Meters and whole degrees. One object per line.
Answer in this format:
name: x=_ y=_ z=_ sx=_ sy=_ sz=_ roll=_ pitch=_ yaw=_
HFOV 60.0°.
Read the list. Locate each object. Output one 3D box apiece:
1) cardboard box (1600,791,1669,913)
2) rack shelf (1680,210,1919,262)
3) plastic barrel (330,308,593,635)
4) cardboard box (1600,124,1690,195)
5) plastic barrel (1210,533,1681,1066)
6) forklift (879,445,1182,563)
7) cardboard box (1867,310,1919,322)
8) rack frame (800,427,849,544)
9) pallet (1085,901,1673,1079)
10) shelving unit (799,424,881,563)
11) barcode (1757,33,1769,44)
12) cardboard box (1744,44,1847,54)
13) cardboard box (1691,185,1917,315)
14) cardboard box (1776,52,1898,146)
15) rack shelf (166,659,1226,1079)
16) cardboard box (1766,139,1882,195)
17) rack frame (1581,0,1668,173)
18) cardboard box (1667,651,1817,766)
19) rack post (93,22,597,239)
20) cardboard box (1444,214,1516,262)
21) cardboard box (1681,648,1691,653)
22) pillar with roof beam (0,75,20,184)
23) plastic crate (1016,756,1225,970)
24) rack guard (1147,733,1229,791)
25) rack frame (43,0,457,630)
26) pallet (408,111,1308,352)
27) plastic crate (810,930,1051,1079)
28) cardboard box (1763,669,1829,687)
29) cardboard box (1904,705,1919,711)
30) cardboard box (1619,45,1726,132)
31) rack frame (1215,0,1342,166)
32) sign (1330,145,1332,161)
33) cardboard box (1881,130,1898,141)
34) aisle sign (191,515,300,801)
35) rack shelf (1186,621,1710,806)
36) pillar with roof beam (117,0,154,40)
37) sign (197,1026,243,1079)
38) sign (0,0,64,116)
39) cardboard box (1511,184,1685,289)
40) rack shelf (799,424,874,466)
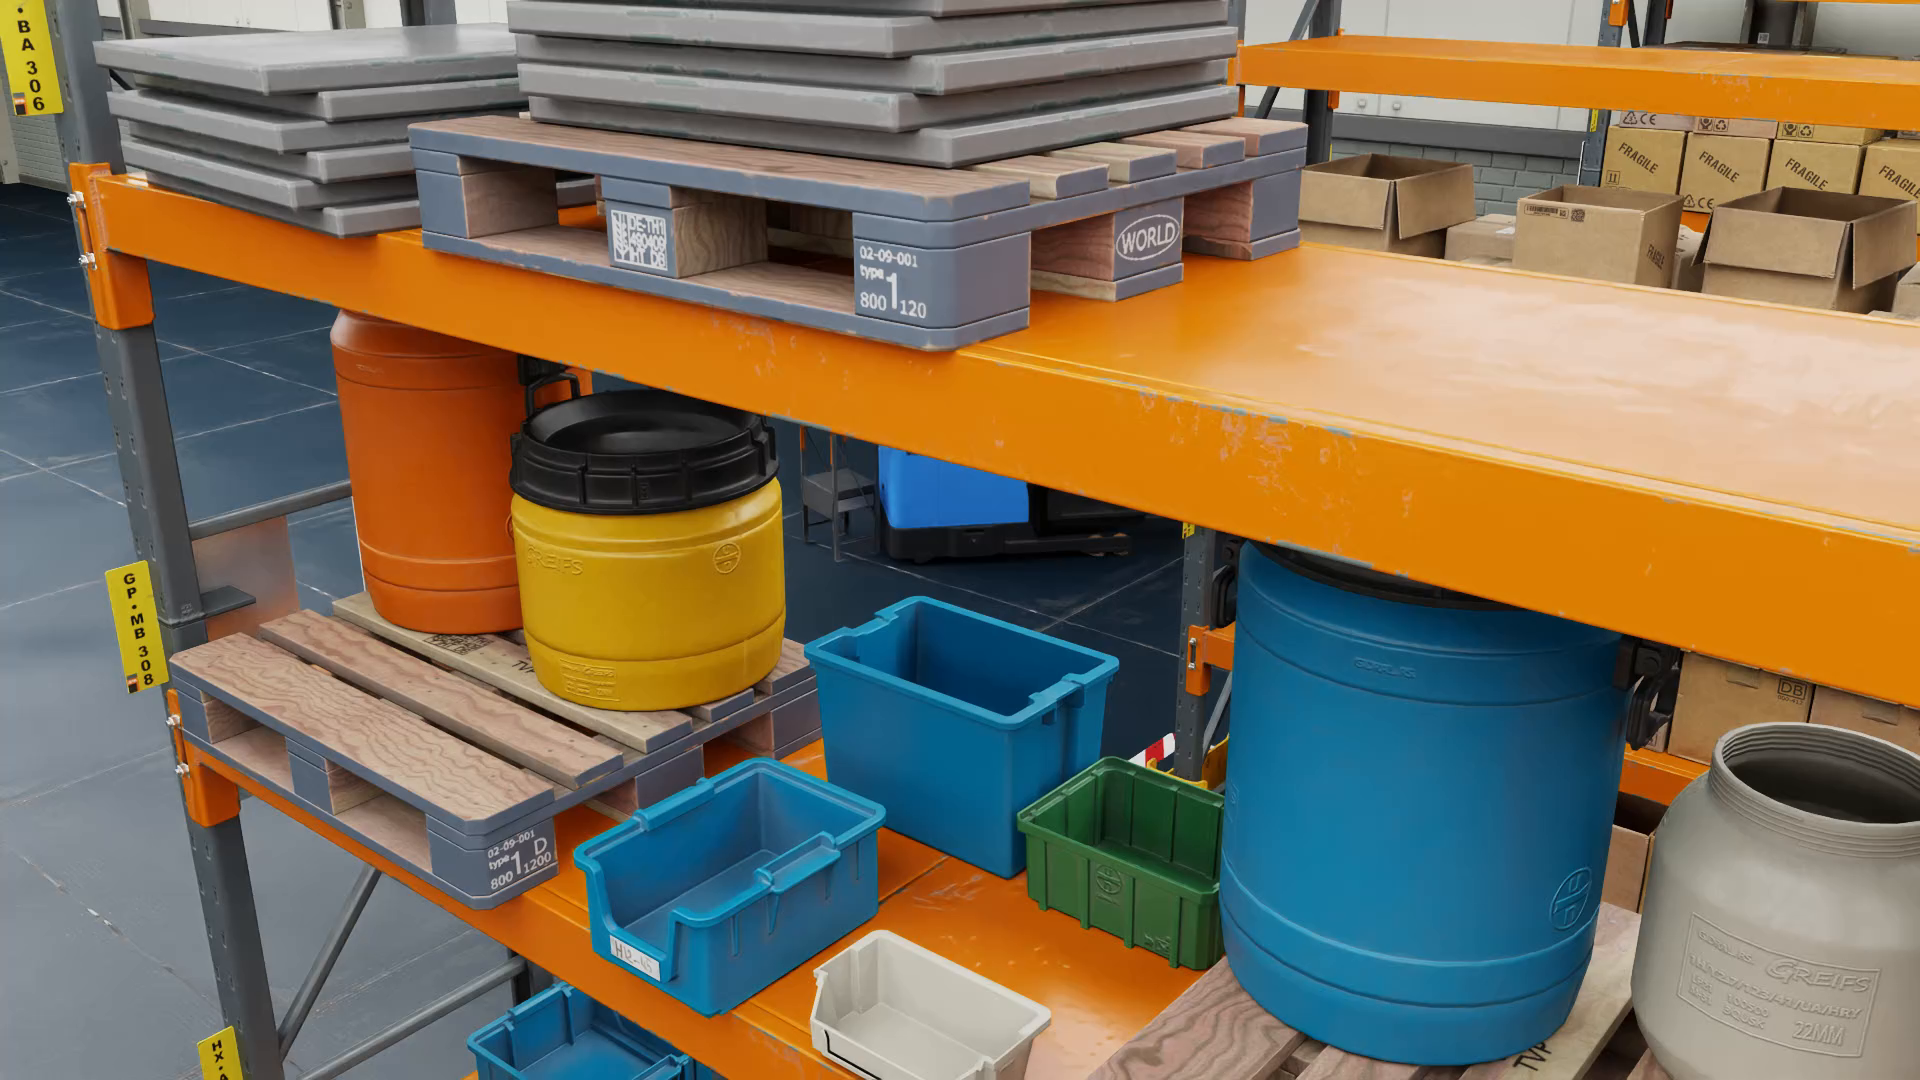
cardboard box: x=2.902 y=1.375 z=7.510 sx=0.500 sy=0.500 sz=0.500 roll=16 pitch=26 yaw=36
rack shelf: x=6.146 y=-1.856 z=10.606 sx=4.000 sy=0.370 sz=1.077 roll=16 pitch=26 yaw=36
plastic barrel: x=-1.211 y=-0.254 z=4.136 sx=0.708 sy=0.830 sz=0.600 roll=16 pitch=26 yaw=36
cardboard box: x=4.697 y=-2.552 z=11.262 sx=0.500 sy=0.500 sz=0.500 roll=17 pitch=26 yaw=38
plastic barrel: x=0.728 y=0.280 z=2.618 sx=0.708 sy=0.901 sz=0.600 roll=16 pitch=26 yaw=36
forklift: x=0.885 y=-1.423 z=12.787 sx=3.031 sy=2.935 sz=1.130 roll=-3 pitch=21 yaw=-9
cardboard box: x=3.459 y=-0.730 z=6.164 sx=0.250 sy=0.149 sz=0.380 roll=16 pitch=26 yaw=36
rack frame: x=-1.060 y=-0.991 z=12.820 sx=0.400 sy=2.100 sz=0.015 roll=-13 pitch=24 yaw=-32
pallet: x=0.810 y=0.916 z=2.504 sx=1.003 sy=0.211 sz=1.213 roll=16 pitch=26 yaw=36
shelving unit: x=-0.924 y=-0.920 z=12.631 sx=0.431 sy=2.100 sz=0.503 roll=-13 pitch=24 yaw=-32
barcode: x=5.463 y=-3.412 z=11.305 sx=0.075 sy=0.075 sz=0.001 roll=16 pitch=26 yaw=36
cardboard box: x=5.525 y=-3.019 z=11.085 sx=0.500 sy=0.500 sz=0.500 roll=18 pitch=27 yaw=40
cardboard box: x=3.370 y=-1.103 z=6.652 sx=0.797 sy=0.503 sz=0.637 roll=-19 pitch=28 yaw=-41
cardboard box: x=5.502 y=-2.773 z=10.433 sx=0.500 sy=0.500 sz=0.500 roll=17 pitch=26 yaw=38
rack shelf: x=-0.118 y=0.853 z=3.425 sx=4.000 sy=0.370 sz=1.077 roll=16 pitch=26 yaw=36
cardboard box: x=5.496 y=-2.307 z=10.614 sx=0.500 sy=0.500 sz=0.500 roll=18 pitch=27 yaw=39
rack frame: x=4.596 y=-4.042 z=11.133 sx=0.127 sy=3.000 sz=1.000 roll=16 pitch=26 yaw=36
cardboard box: x=3.419 y=0.639 z=7.080 sx=0.500 sy=0.500 sz=0.700 roll=17 pitch=26 yaw=37
rack post: x=-1.163 y=-0.896 z=3.500 sx=0.937 sy=0.300 sz=0.954 roll=-19 pitch=28 yaw=-41
cardboard box: x=2.526 y=-1.290 z=7.507 sx=0.500 sy=0.250 sz=0.500 roll=16 pitch=26 yaw=36
cardboard box: x=3.029 y=0.318 z=7.013 sx=0.250 sy=0.149 sz=0.380 roll=17 pitch=27 yaw=38
pillar with roof beam: x=-20.278 y=-9.639 z=25.974 sx=0.400 sy=9.000 sz=9.100 roll=16 pitch=26 yaw=36
plastic crate: x=0.381 y=0.635 z=3.283 sx=0.450 sy=0.188 sz=0.336 roll=16 pitch=26 yaw=36
rack guard: x=1.448 y=1.284 z=9.054 sx=0.348 sy=0.500 sz=1.175 roll=16 pitch=26 yaw=36
rack frame: x=-1.668 y=-1.334 z=3.952 sx=0.127 sy=3.000 sz=1.000 roll=16 pitch=26 yaw=36
pallet: x=-0.175 y=-0.614 z=2.878 sx=1.213 sy=0.211 sz=1.003 roll=16 pitch=26 yaw=36
plastic crate: x=-0.068 y=0.838 z=2.818 sx=0.396 sy=0.136 sz=0.243 roll=16 pitch=26 yaw=36
cardboard box: x=3.433 y=0.433 z=6.709 sx=0.250 sy=0.149 sz=0.380 roll=16 pitch=26 yaw=36
cardboard box: x=3.825 y=0.547 z=6.407 sx=0.250 sy=0.149 sz=0.380 roll=15 pitch=25 yaw=35
cardboard box: x=4.741 y=-3.010 z=11.061 sx=0.500 sy=0.500 sz=0.500 roll=14 pitch=25 yaw=33
rack frame: x=1.467 y=-2.687 z=7.540 sx=0.127 sy=3.000 sz=1.000 roll=16 pitch=26 yaw=36
sign: x=1.821 y=-1.806 z=8.312 sx=0.005 sy=0.325 sz=0.100 roll=16 pitch=26 yaw=36
cardboard box: x=5.868 y=-2.449 z=10.991 sx=0.500 sy=0.500 sz=0.500 roll=15 pitch=25 yaw=34
aisle sign: x=-1.909 y=0.321 z=4.382 sx=0.004 sy=0.787 sz=0.394 roll=16 pitch=26 yaw=36
rack shelf: x=3.016 y=0.903 z=7.542 sx=4.000 sy=0.370 sz=1.077 roll=16 pitch=26 yaw=36
pillar with roof beam: x=-15.630 y=-8.300 z=22.425 sx=0.400 sy=9.000 sz=9.100 roll=16 pitch=26 yaw=36
sign: x=-2.019 y=1.493 z=4.565 sx=0.005 sy=0.325 sz=0.100 roll=16 pitch=26 yaw=36
sign: x=-2.019 y=-1.087 z=3.592 sx=0.005 sy=0.325 sz=0.100 roll=16 pitch=26 yaw=36
cardboard box: x=2.581 y=-1.147 z=6.772 sx=0.500 sy=0.500 sz=0.500 roll=16 pitch=26 yaw=36
rack shelf: x=-0.924 y=-0.907 z=12.636 sx=0.431 sy=0.518 sz=0.480 roll=-13 pitch=24 yaw=-32
